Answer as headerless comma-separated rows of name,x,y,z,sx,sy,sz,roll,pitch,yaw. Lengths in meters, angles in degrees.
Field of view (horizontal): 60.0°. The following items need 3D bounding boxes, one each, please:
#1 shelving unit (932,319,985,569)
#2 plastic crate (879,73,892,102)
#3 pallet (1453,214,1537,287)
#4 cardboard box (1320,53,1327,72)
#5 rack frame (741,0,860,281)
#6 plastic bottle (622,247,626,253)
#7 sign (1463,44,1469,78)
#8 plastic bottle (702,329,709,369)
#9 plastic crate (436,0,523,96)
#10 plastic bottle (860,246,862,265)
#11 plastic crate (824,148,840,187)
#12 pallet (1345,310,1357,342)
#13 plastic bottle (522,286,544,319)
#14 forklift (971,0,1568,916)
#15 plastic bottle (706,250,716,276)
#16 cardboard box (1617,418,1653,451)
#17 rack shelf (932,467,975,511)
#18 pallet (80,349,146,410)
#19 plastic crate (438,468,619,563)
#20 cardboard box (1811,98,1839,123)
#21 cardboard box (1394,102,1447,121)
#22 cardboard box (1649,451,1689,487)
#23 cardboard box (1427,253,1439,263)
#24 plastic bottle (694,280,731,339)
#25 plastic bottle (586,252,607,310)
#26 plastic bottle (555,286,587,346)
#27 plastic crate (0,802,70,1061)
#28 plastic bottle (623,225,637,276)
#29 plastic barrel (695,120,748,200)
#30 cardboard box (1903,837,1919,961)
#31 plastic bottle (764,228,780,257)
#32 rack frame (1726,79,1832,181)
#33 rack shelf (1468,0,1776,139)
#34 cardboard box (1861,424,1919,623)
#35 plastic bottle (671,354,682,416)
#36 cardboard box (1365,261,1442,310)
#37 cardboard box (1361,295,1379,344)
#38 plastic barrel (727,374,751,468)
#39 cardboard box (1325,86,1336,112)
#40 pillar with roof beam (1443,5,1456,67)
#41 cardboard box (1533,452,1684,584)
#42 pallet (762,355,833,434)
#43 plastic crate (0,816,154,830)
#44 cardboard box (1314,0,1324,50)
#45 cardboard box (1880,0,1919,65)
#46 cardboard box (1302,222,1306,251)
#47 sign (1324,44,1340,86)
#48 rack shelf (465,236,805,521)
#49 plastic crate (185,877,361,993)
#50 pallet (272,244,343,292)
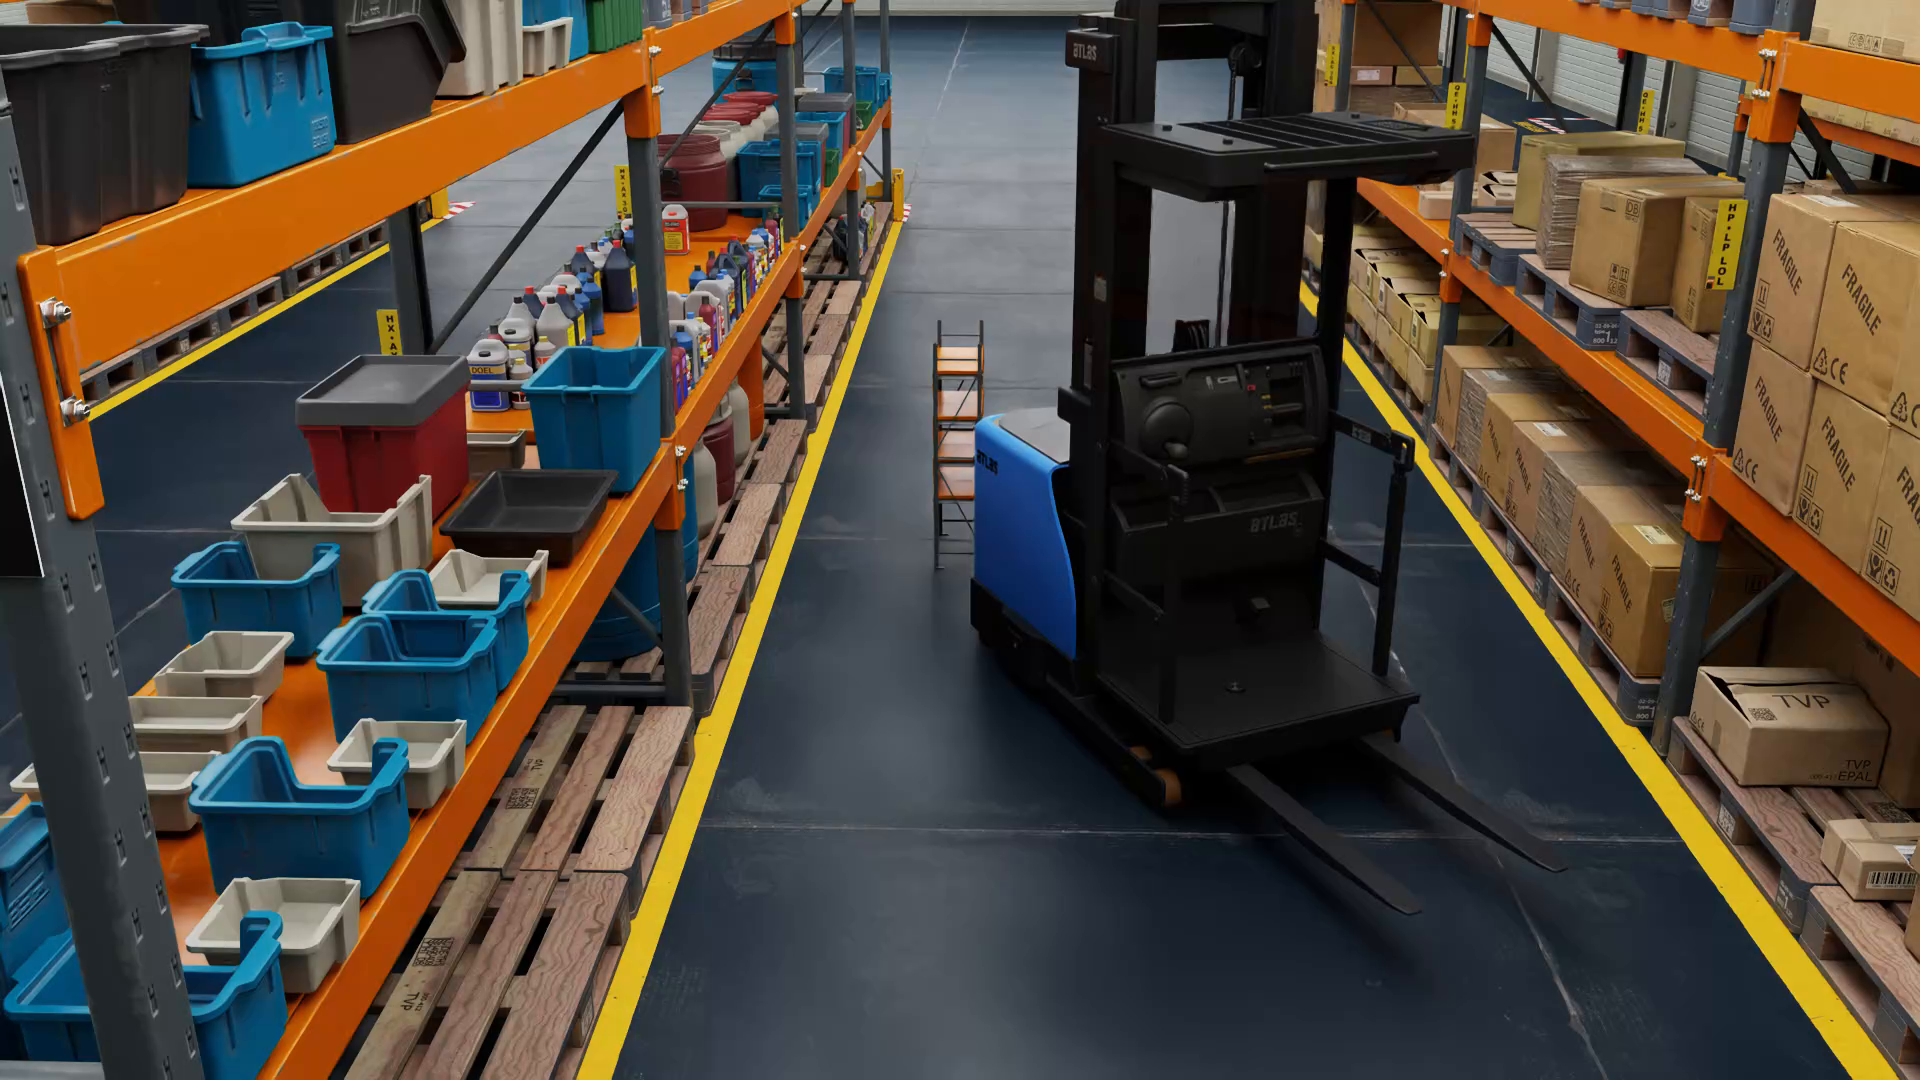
shelving unit,-0.005,-0.500,8.658,0.258,1.200,0.503,1,21,2
plastic crate,-0.961,-4.668,17.120,0.499,0.251,0.616,1,21,2
pallet,3.513,-1.638,9.370,1.213,0.211,1.003,1,21,2
cardboard box,3.412,-4.237,14.768,0.380,0.149,0.250,1,21,1
rack frame,-1.366,-3.476,13.840,1.000,3.000,0.127,1,21,2
plastic bottle,-1.873,-1.527,9.092,0.097,0.201,0.097,0,21,0
sign,4.127,-3.920,13.495,0.100,0.325,0.005,1,21,2
plastic bottle,-1.170,-0.863,7.381,0.097,0.201,0.097,0,21,0
plastic crate,-1.355,-1.278,4.193,0.437,0.282,0.530,1,21,2
plastic bottle,-0.915,-2.523,14.646,0.097,0.201,0.097,0,21,0
plastic crate,-1.137,-2.744,12.248,0.450,0.188,0.662,1,21,2
pallet,3.601,-1.853,13.513,1.003,0.211,1.213,1,21,2
plastic bottle,-1.903,-0.963,7.432,0.144,0.351,0.185,1,21,2
forklift,1.117,-0.508,6.287,1.130,2.935,3.031,-9,23,-23
plastic bottle,-1.258,-1.346,8.512,0.061,0.283,0.133,1,21,2
cardboard box,3.645,-0.632,8.321,0.500,0.250,0.500,0,21,1
rack shelf,-0.005,-0.252,8.754,0.258,0.148,0.480,1,21,2
pallet,-6.413,-1.066,11.486,1.003,0.211,1.213,1,21,2
plastic crate,-1.375,-0.075,5.374,0.437,0.125,0.590,1,21,2
cardboard box,8.285,-4.025,15.435,0.500,0.250,0.500,1,21,2
cardboard box,3.529,-2.999,12.472,0.500,0.500,0.500,2,21,6
cardboard box,3.628,-0.113,8.021,0.500,0.500,0.500,1,21,2
cardboard box,3.832,-2.077,12.681,0.500,0.311,0.500,1,21,1
plastic bottle,-1.179,-1.107,7.907,0.152,0.276,0.135,1,21,2
plastic bottle,-1.866,-1.317,8.449,0.152,0.276,0.135,1,21,2
plastic bottle,-1.759,-0.961,7.428,0.144,0.351,0.185,1,21,2
plastic crate,-1.908,0.695,2.958,0.616,0.435,0.499,1,21,2
plastic bottle,-1.808,-1.607,9.202,0.097,0.271,0.097,0,21,0
plastic barrel,-1.657,-2.608,11.450,0.421,0.512,0.421,0,21,0
cardboard box,3.289,1.111,4.862,0.797,0.503,0.637,1,21,2
plastic bottle,-1.096,-1.744,9.653,0.097,0.201,0.097,0,21,0
rack frame,8.658,-4.813,17.287,1.000,3.000,0.127,1,21,2
rack shelf,3.402,-2.314,7.693,1.077,0.370,4.000,1,21,2
cardboard box,3.024,-0.027,4.813,0.500,0.500,0.500,1,21,1
plastic bottle,-1.172,-0.657,6.736,0.061,0.283,0.133,1,21,2
cardboard box,3.278,-1.893,12.205,0.500,0.311,0.500,1,21,3
cardboard box,3.279,-1.635,12.316,0.500,0.250,0.500,1,21,3
plastic barrel,-1.414,-0.683,9.502,0.421,0.512,0.421,0,21,0
cardboard box,3.602,-3.818,14.583,0.700,0.500,0.500,0,21,1
pillar with roof beam,5.746,-13.903,32.420,9.100,9.000,0.400,1,21,2
cardboard box,3.109,-0.109,8.010,0.500,0.500,0.500,1,21,2
pallet,-1.426,-1.009,11.338,1.003,0.211,1.213,1,21,2
plastic crate,-1.887,0.661,3.460,0.396,0.136,0.243,1,21,2
cardboard box,3.638,-4.776,15.260,0.700,0.500,0.500,1,21,2
cardboard box,3.060,-1.502,4.814,0.500,0.250,0.500,1,21,2
cardboard box,3.406,-2.865,15.488,0.500,0.250,0.500,1,21,2
sign,3.030,-3.866,13.540,0.100,0.325,0.005,1,21,2
rack shelf,-1.549,-0.971,8.379,1.077,0.370,4.000,1,21,2
plastic crate,-1.302,0.757,3.212,0.250,0.136,0.298,1,21,2
pallet,-6.332,-2.473,15.112,1.003,0.211,1.213,1,21,2
